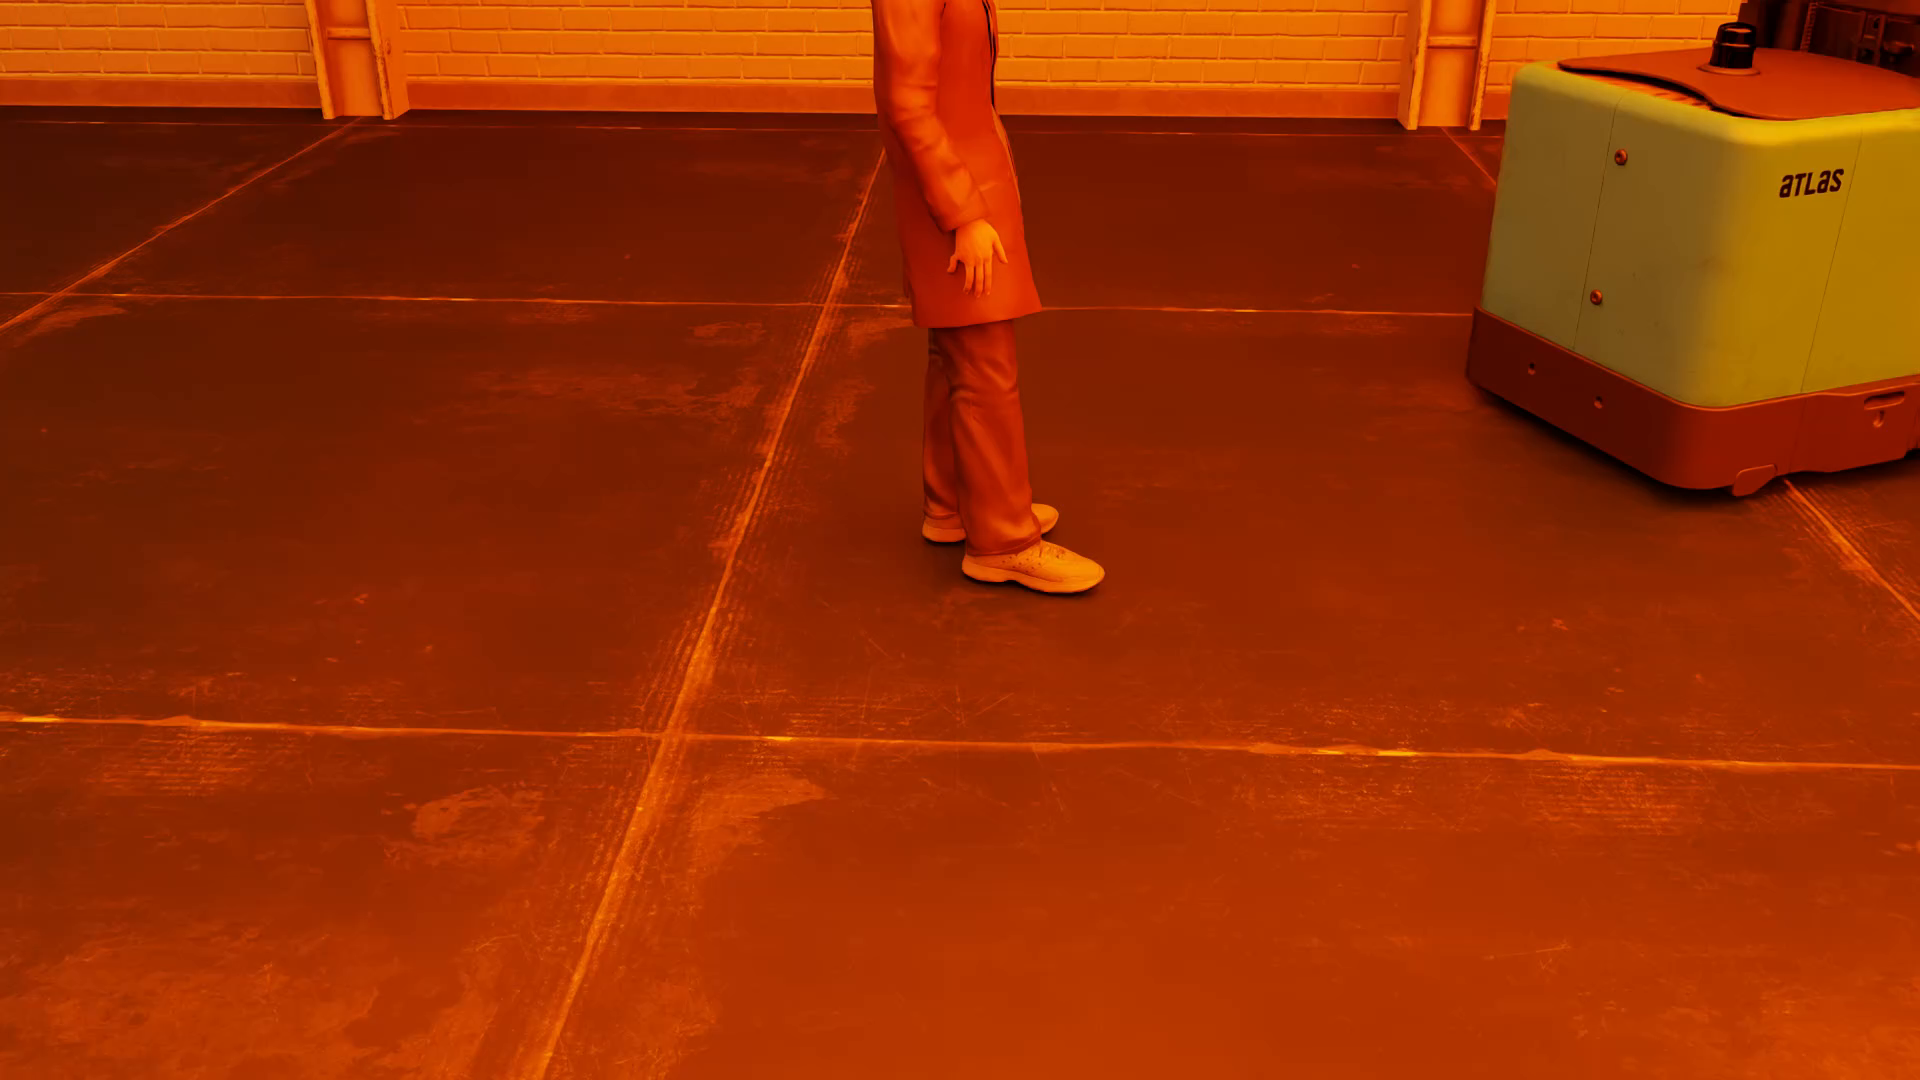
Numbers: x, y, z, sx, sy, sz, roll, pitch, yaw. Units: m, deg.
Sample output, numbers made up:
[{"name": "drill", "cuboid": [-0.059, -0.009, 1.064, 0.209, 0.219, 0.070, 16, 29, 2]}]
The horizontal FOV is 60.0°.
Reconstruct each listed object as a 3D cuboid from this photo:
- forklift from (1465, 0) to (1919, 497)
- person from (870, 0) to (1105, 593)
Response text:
[{"name": "forklift", "cuboid": [3.225, -1.837, 4.932, 3.031, 2.935, 1.130, -10, 28, -19]}, {"name": "person", "cuboid": [0.090, -0.800, 4.117, 0.582, 1.776, 0.696, 1, 26, 2]}]
